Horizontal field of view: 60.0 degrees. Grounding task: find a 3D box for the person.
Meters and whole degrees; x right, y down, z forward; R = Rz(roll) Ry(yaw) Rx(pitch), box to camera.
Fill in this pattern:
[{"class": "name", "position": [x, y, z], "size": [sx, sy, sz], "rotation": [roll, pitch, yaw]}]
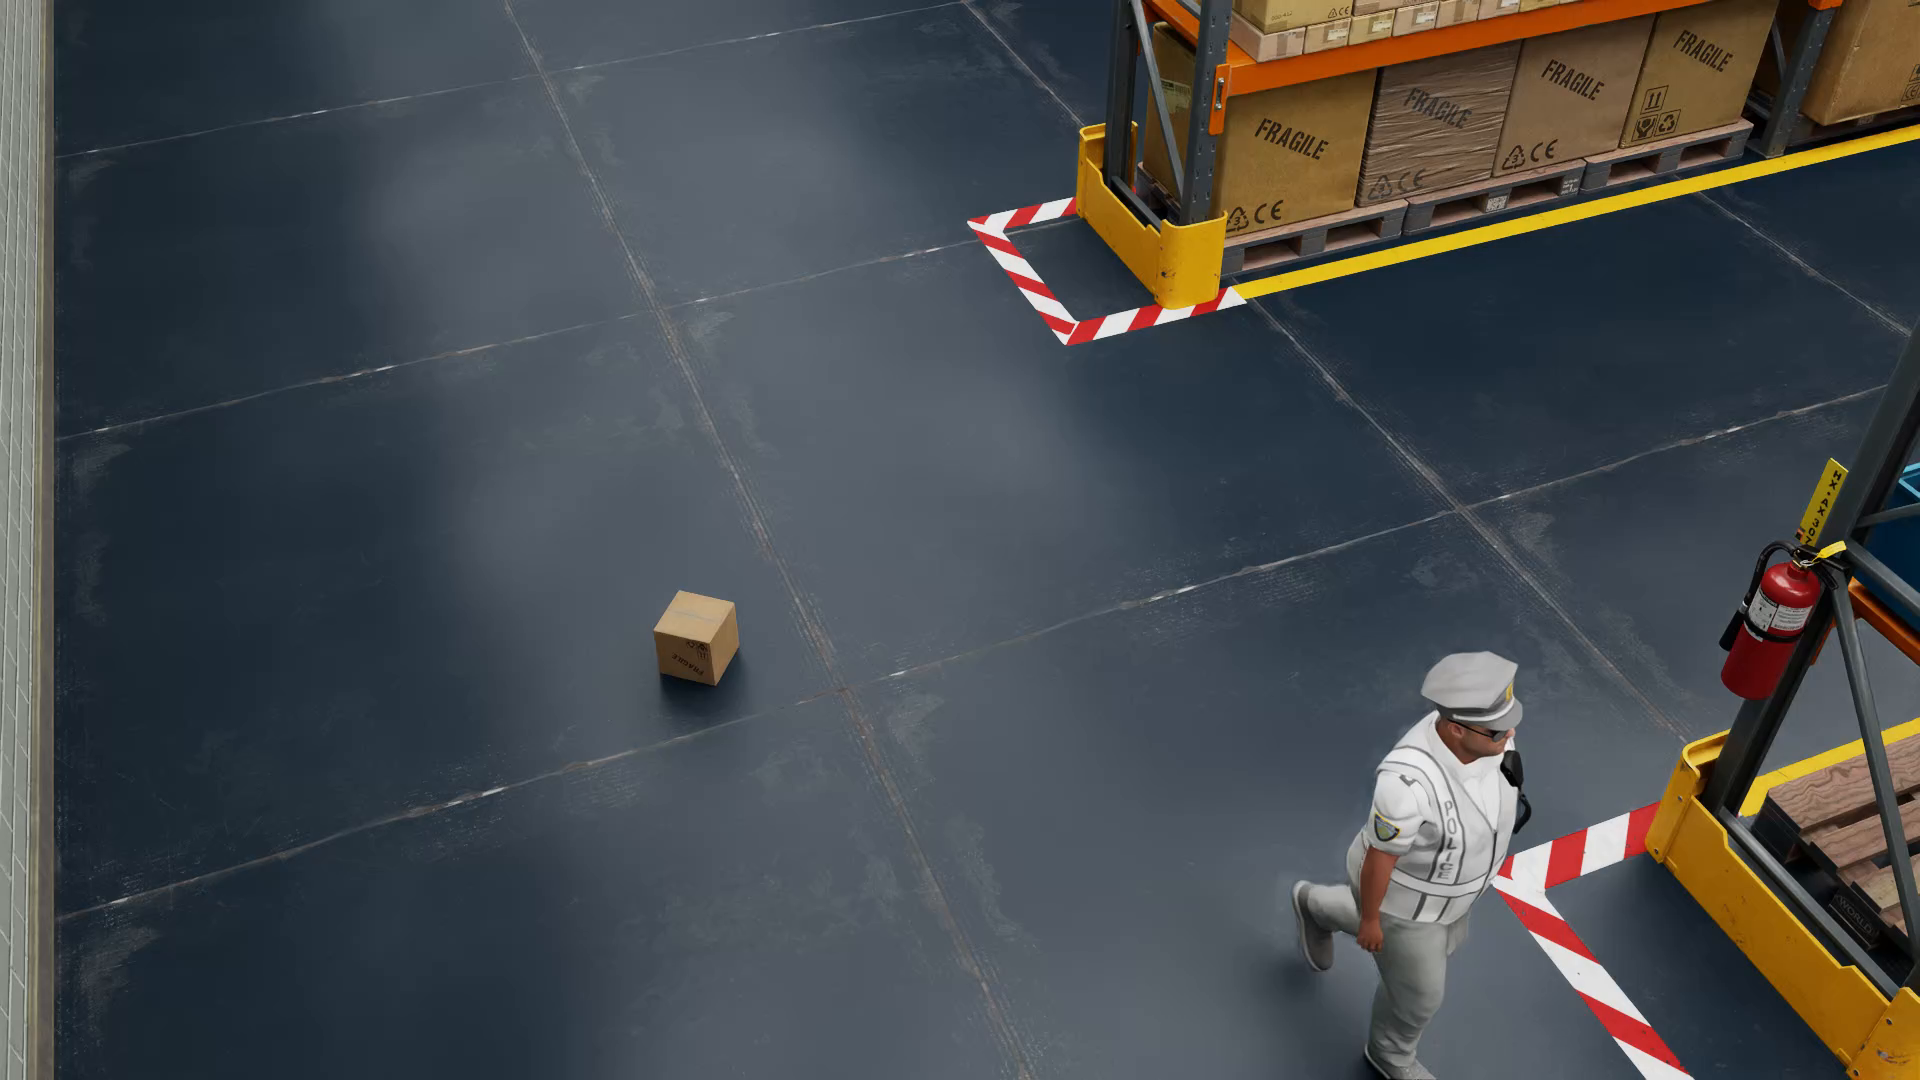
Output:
[{"class": "person", "position": [1.370, 0.956, 5.032], "size": [0.555, 1.744, 0.791], "rotation": [-32, 50, -31]}]
